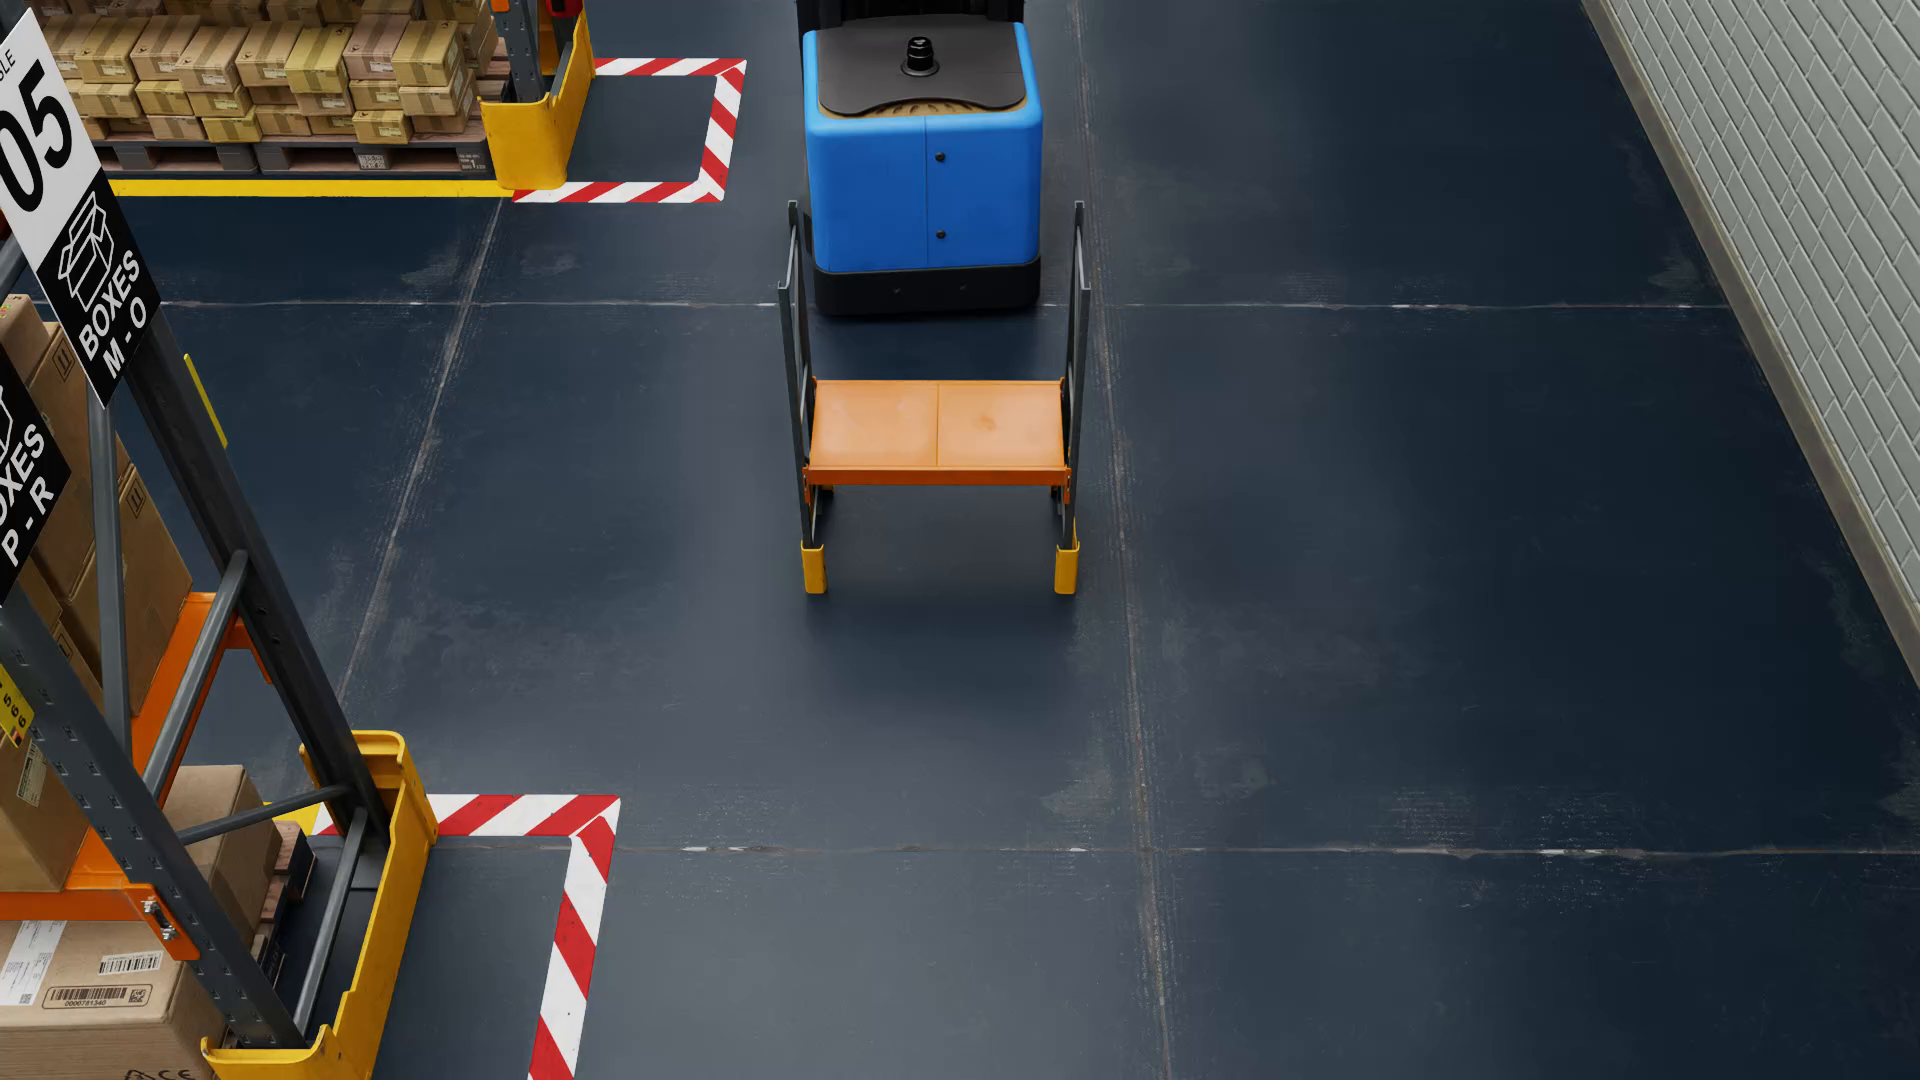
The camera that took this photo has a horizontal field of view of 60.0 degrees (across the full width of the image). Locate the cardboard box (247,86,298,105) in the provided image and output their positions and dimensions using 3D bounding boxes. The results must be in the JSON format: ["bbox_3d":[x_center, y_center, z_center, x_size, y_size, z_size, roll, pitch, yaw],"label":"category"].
[{"bbox_3d":[-3.439,-2.381,8.455,0.250,0.149,0.380,0,47,0],"label":"cardboard box"}]

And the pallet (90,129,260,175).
[{"bbox_3d":[-4.228,-2.322,8.848,1.213,0.211,1.003,0,47,0],"label":"pallet"}]

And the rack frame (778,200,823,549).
[{"bbox_3d":[-0.594,-0.513,6.283,0.032,1.500,0.500,0,47,0],"label":"rack frame"}]

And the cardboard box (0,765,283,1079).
[{"bbox_3d":[-2.700,1.186,5.141,0.875,0.438,0.875,-1,47,-1],"label":"cardboard box"}]

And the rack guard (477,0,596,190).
[{"bbox_3d":[-2.198,-2.387,8.711,0.348,0.500,1.175,0,47,0],"label":"rack guard"}]

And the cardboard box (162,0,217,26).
[{"bbox_3d":[-3.961,-2.852,8.691,0.250,0.149,0.380,1,47,1],"label":"cardboard box"}]

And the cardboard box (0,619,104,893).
[{"bbox_3d":[-2.523,0.543,4.208,0.500,0.500,0.500,0,47,0],"label":"cardboard box"}]

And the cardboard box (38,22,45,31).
[{"bbox_3d":[-4.735,-2.418,8.287,0.250,0.149,0.380,1,47,1],"label":"cardboard box"}]

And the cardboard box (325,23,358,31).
[{"bbox_3d":[-3.164,-2.679,8.733,0.250,0.149,0.380,1,47,1],"label":"cardboard box"}]

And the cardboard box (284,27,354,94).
[{"bbox_3d":[-3.163,-2.380,8.251,0.250,0.149,0.380,-1,47,-1],"label":"cardboard box"}]

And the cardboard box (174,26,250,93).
[{"bbox_3d":[-3.691,-2.387,8.257,0.250,0.149,0.380,2,47,2],"label":"cardboard box"}]

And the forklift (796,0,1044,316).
[{"bbox_3d":[-0.258,-3.117,7.730,1.130,2.935,3.031,-3,47,-3],"label":"forklift"}]

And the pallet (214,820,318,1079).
[{"bbox_3d":[-2.840,1.390,5.393,1.213,0.211,1.003,0,47,0],"label":"pallet"}]

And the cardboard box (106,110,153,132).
[{"bbox_3d":[-4.199,-2.267,8.552,0.250,0.149,0.380,1,47,1],"label":"cardboard box"}]

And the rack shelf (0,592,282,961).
[{"bbox_3d":[-4.040,0.624,4.692,4.000,0.370,1.077,0,47,0],"label":"rack shelf"}]

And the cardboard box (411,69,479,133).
[{"bbox_3d":[-2.650,-2.259,8.545,0.250,0.149,0.380,1,47,1],"label":"cardboard box"}]

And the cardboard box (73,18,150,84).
[{"bbox_3d":[-4.216,-2.449,8.315,0.250,0.149,0.380,0,47,0],"label":"cardboard box"}]

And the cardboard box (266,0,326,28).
[{"bbox_3d":[-3.421,-2.811,8.652,0.250,0.149,0.380,-2,47,-2],"label":"cardboard box"}]

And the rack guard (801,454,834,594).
[{"bbox_3d":[-0.574,-0.087,6.741,0.087,0.250,0.587,0,47,0],"label":"rack guard"}]

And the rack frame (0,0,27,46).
[{"bbox_3d":[-2.040,-1.659,2.227,0.127,3.000,1.000,0,47,0],"label":"rack frame"}]

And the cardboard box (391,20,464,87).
[{"bbox_3d":[-2.653,-2.429,8.297,0.250,0.149,0.380,1,47,1],"label":"cardboard box"}]

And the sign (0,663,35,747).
[{"bbox_3d":[-2.056,0.307,3.543,0.005,0.325,0.100,0,47,0],"label":"sign"}]

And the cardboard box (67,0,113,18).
[{"bbox_3d":[-4.461,-2.864,8.702,0.250,0.149,0.380,-1,47,-1],"label":"cardboard box"}]

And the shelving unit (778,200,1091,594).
[{"bbox_3d":[-0.076,-0.511,6.282,1.083,1.500,0.587,0,47,0],"label":"shelving unit"}]

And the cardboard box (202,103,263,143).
[{"bbox_3d":[-3.673,-2.196,8.486,0.250,0.149,0.380,-2,47,-2],"label":"cardboard box"}]

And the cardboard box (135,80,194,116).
[{"bbox_3d":[-3.945,-2.311,8.390,0.250,0.149,0.380,2,47,2],"label":"cardboard box"}]

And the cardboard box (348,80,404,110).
[{"bbox_3d":[-2.912,-2.345,8.421,0.250,0.149,0.380,-1,47,-1],"label":"cardboard box"}]

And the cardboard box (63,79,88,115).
[{"bbox_3d":[-4.467,-2.310,8.390,0.250,0.149,0.380,0,47,0],"label":"cardboard box"}]

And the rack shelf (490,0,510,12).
[{"bbox_3d":[-4.122,-2.999,8.065,4.000,0.370,1.077,0,47,0],"label":"rack shelf"}]

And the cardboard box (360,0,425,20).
[{"bbox_3d":[-2.921,-2.776,8.620,0.250,0.149,0.380,1,47,1],"label":"cardboard box"}]

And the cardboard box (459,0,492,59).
[{"bbox_3d":[-2.645,-2.701,8.753,0.250,0.149,0.380,2,47,2],"label":"cardboard box"}]

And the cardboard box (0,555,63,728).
[{"bbox_3d":[-2.523,0.183,3.860,0.500,0.500,0.500,2,47,1],"label":"cardboard box"}]

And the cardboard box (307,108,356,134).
[{"bbox_3d":[-3.171,-2.250,8.536,0.250,0.149,0.380,0,47,0],"label":"cardboard box"}]

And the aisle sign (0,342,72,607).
[{"bbox_3d":[-1.969,-0.274,3.260,0.004,0.787,0.394,0,47,0],"label":"aisle sign"}]
